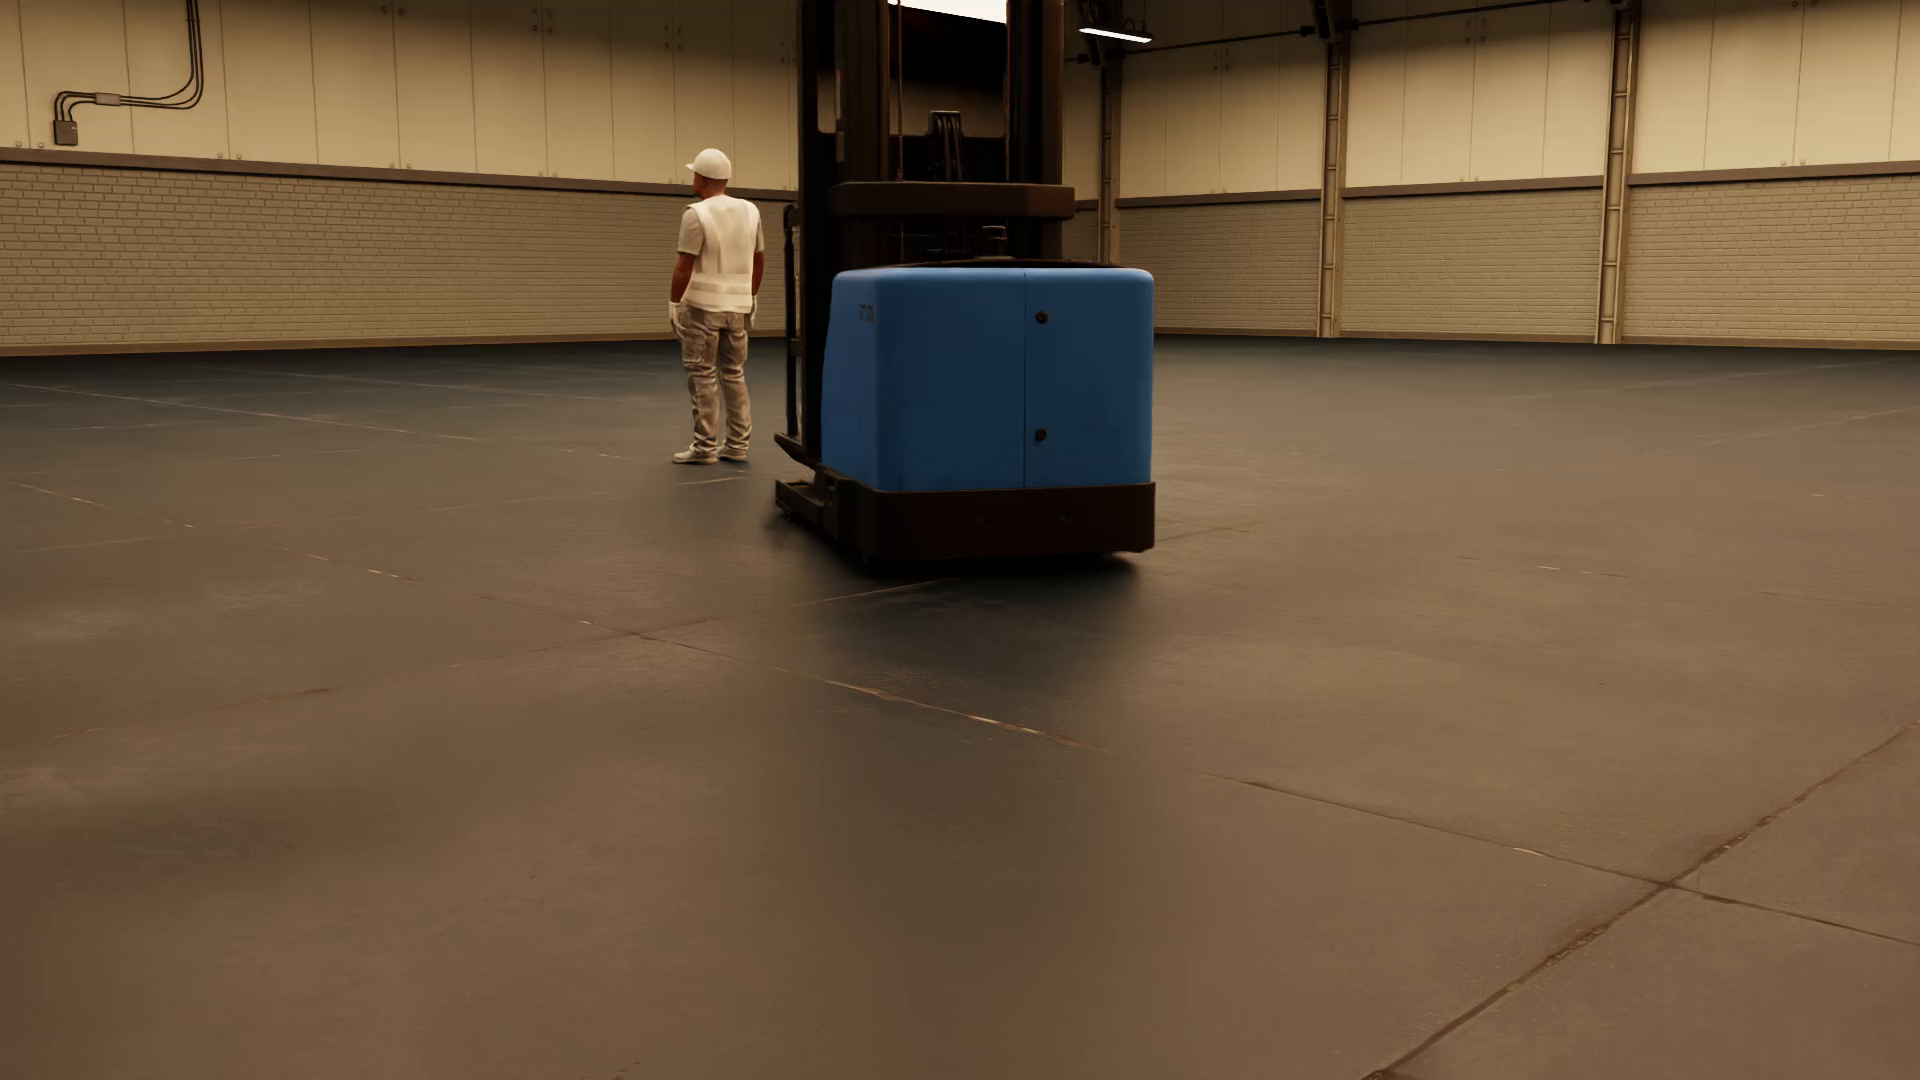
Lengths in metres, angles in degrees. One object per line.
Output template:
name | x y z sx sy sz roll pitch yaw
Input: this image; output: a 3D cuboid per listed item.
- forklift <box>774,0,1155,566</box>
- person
forklift | -0.195 -1.538 7.090 1.130 2.935 3.031 -2 9 -16
person | -1.444 -1.333 9.586 0.526 1.792 0.651 8 12 42
